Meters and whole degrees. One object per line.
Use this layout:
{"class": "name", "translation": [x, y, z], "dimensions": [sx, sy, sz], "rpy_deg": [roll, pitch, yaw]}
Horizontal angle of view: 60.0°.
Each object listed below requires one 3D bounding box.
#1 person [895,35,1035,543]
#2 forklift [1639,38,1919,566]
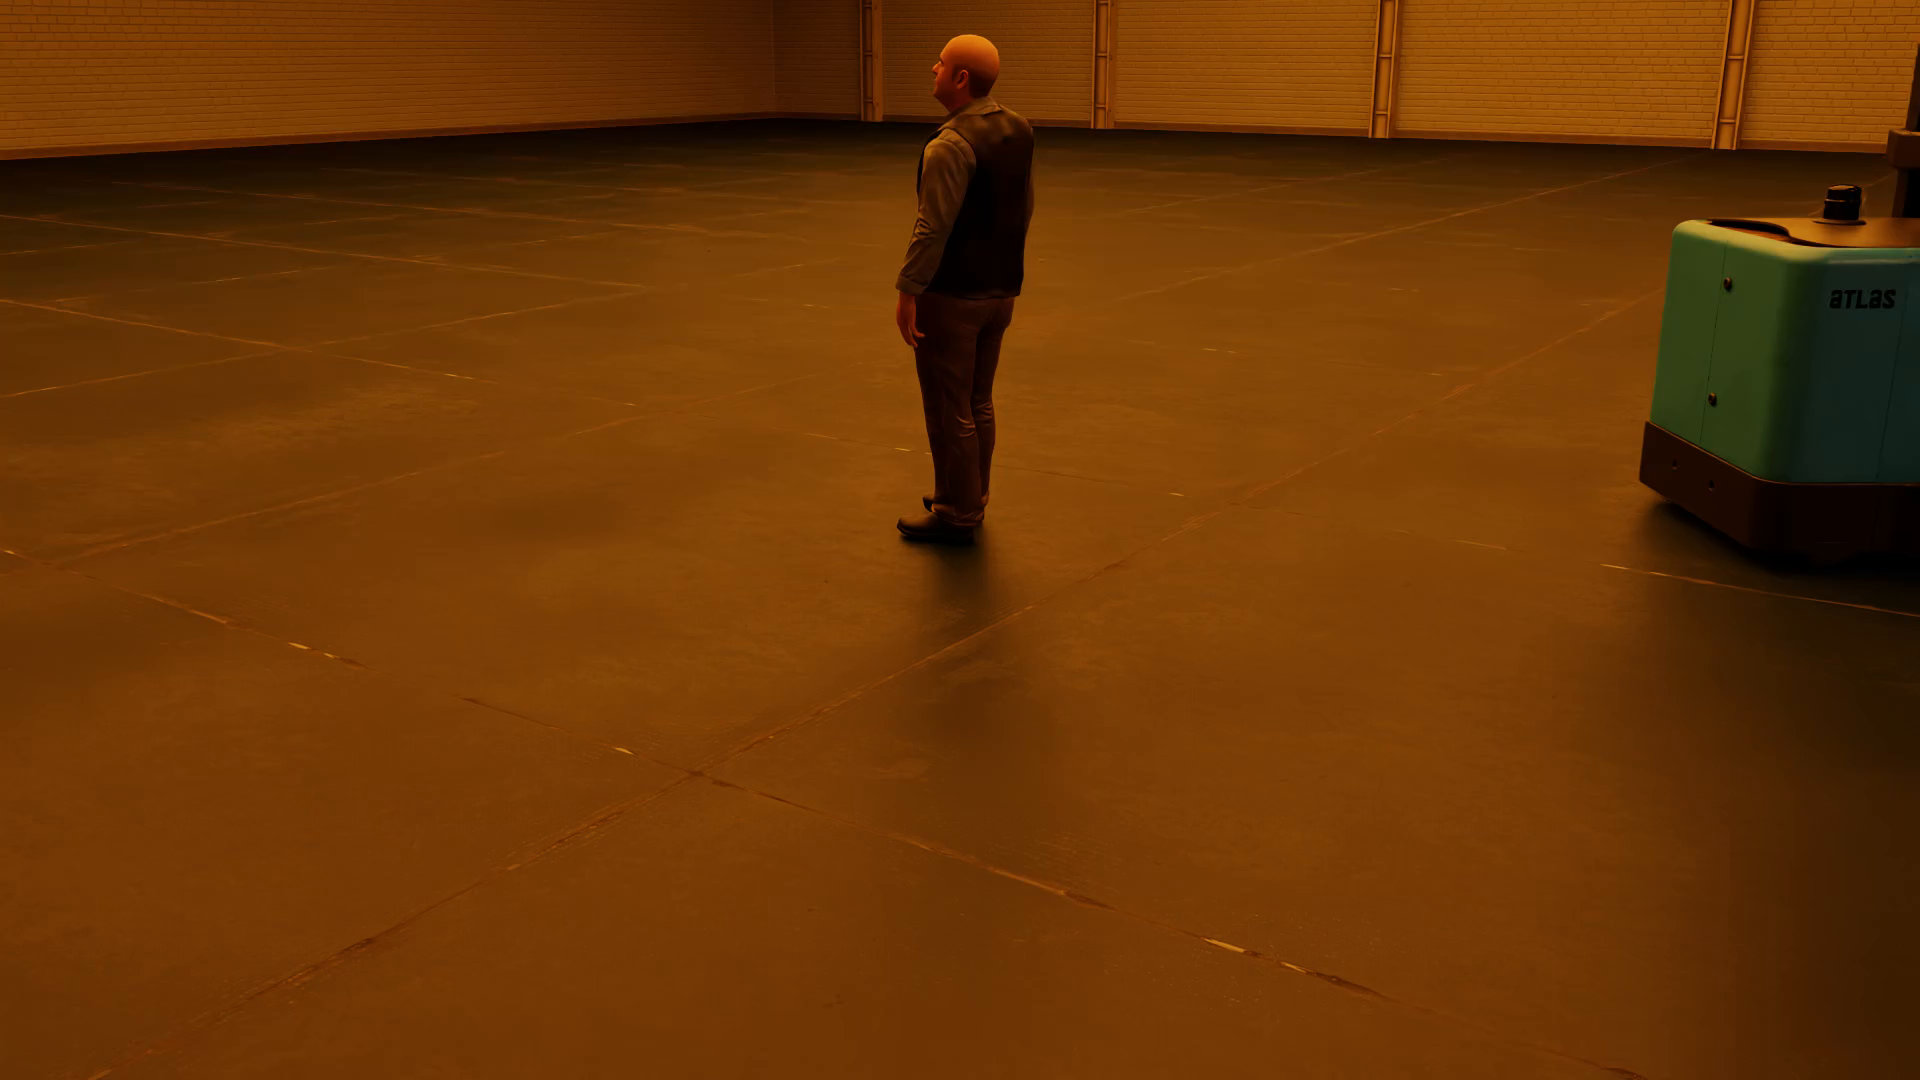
{"class": "person", "translation": [-0.048, -0.843, 5.740], "dimensions": [0.566, 1.722, 0.633], "rpy_deg": [11, 20, 33]}
{"class": "forklift", "translation": [4.161, -1.447, 5.673], "dimensions": [3.031, 2.935, 1.130], "rpy_deg": [0, 17, -1]}
